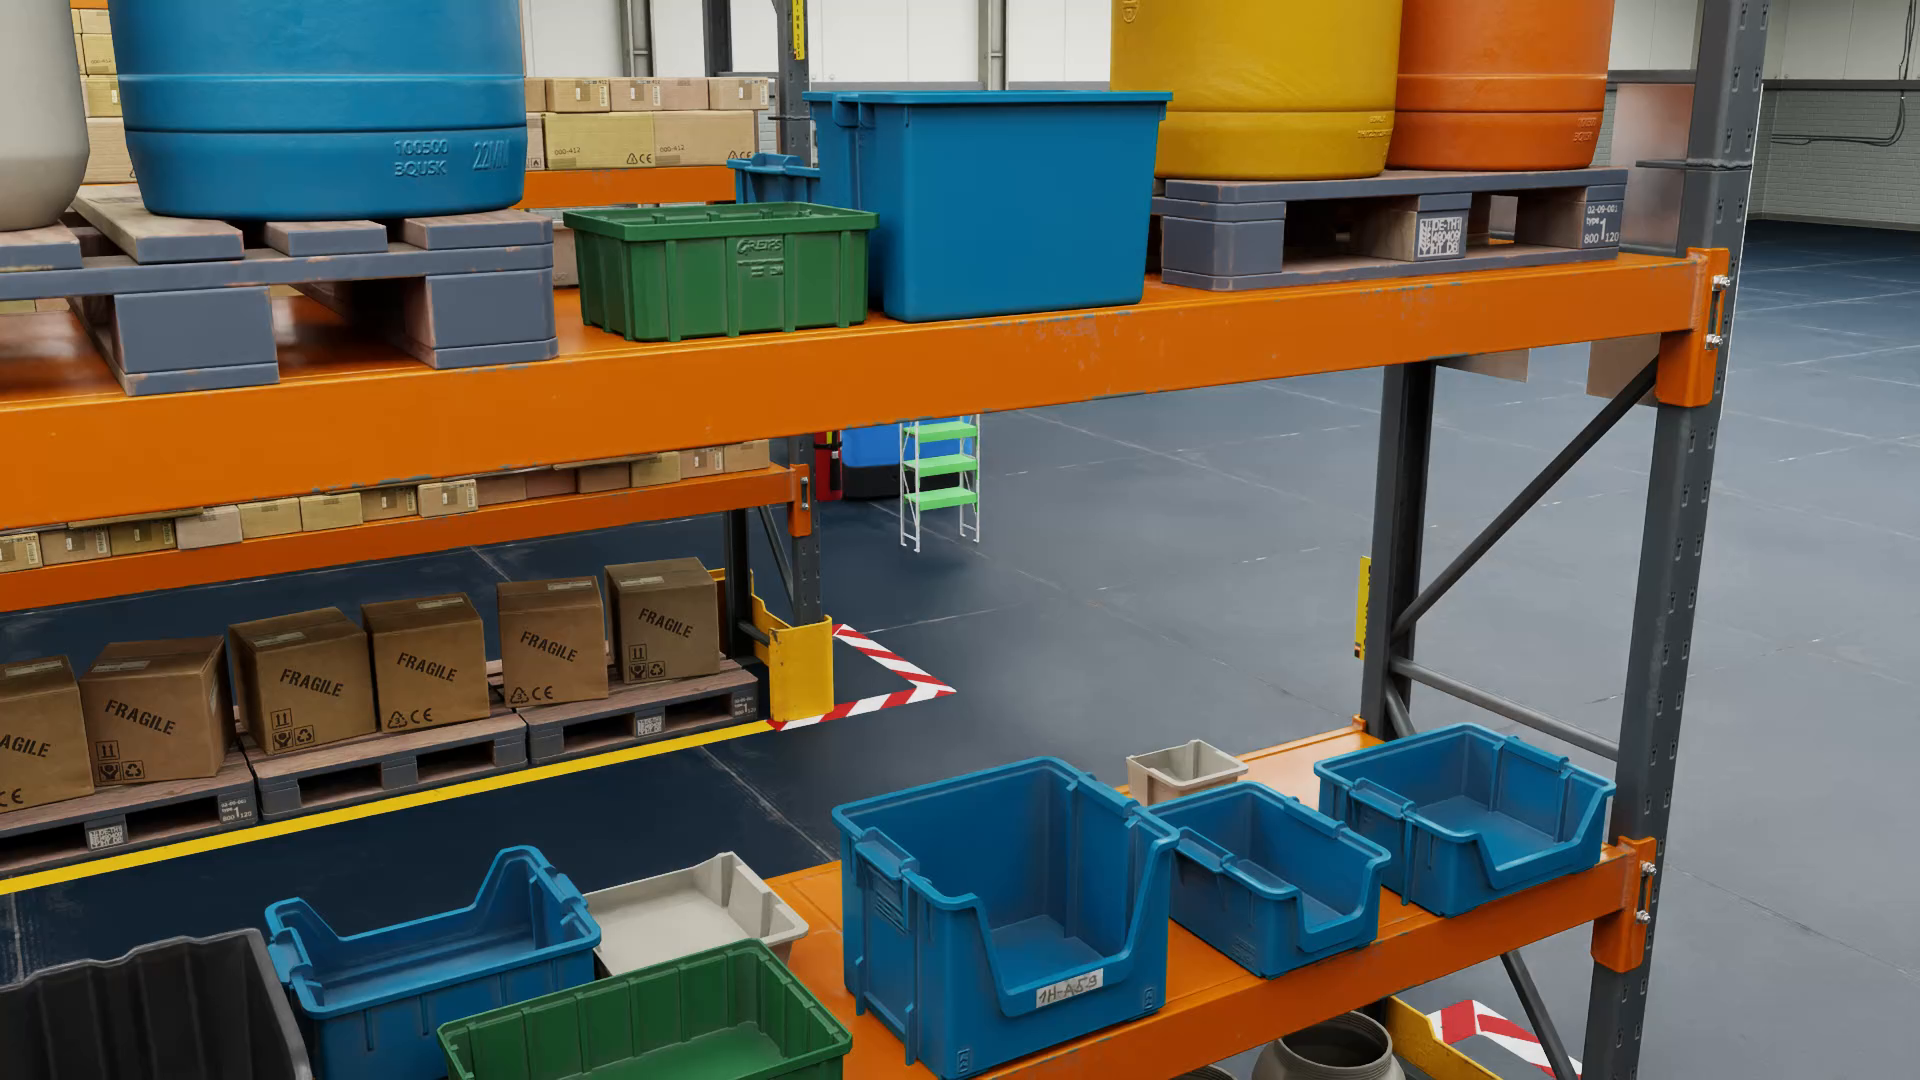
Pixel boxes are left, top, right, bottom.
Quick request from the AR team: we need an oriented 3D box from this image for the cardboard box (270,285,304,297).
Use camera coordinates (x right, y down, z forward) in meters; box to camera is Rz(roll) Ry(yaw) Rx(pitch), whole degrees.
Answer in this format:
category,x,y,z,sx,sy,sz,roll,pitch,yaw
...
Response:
category,x,y,z,sx,sy,sz,roll,pitch,yaw
cardboard box,-3.077,-0.929,7.076,0.500,0.500,0.500,-9,18,-30

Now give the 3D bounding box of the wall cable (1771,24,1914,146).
category,x,y,z,sx,sy,sz,roll,pitch,yaw
wall cable,19.176,-9.889,36.267,0.112,2.526,3.097,-9,18,-30

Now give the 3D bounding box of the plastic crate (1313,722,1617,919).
category,x,y,z,sx,sy,sz,roll,pitch,yaw
plastic crate,1.254,0.688,4.175,0.616,0.251,0.499,-9,18,-30

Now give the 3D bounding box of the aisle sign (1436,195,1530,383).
category,x,y,z,sx,sy,sz,roll,pitch,yaw
aisle sign,1.440,-0.852,4.577,0.004,0.787,0.394,-9,18,-30

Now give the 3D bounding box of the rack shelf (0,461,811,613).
category,x,y,z,sx,sy,sz,roll,pitch,yaw
rack shelf,-2.736,-0.044,7.844,4.000,0.370,1.077,-9,18,-30

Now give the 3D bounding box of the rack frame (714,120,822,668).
category,x,y,z,sx,sy,sz,roll,pitch,yaw
rack frame,-1.022,-0.669,8.738,0.127,3.000,1.000,-9,18,-30

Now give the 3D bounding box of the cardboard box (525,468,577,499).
category,x,y,z,sx,sy,sz,roll,pitch,yaw
cardboard box,-2.020,-0.323,7.970,0.250,0.149,0.380,-9,18,-30

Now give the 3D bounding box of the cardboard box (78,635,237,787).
category,x,y,z,sx,sy,sz,roll,pitch,yaw
cardboard box,-3.600,0.761,7.491,0.500,0.500,0.500,-3,16,-12

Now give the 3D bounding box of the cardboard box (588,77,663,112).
category,x,y,z,sx,sy,sz,roll,pitch,yaw
cardboard box,-1.561,-2.050,7.646,0.250,0.149,0.380,-10,19,-32

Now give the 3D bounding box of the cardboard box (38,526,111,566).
category,x,y,z,sx,sy,sz,roll,pitch,yaw
cardboard box,-3.691,-0.025,6.907,0.250,0.149,0.380,-9,18,-30

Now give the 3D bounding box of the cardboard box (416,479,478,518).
category,x,y,z,sx,sy,sz,roll,pitch,yaw
cardboard box,-2.392,-0.228,7.630,0.250,0.149,0.380,-9,18,-30

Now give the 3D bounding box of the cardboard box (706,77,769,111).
category,x,y,z,sx,sy,sz,roll,pitch,yaw
cardboard box,-1.099,-2.122,7.905,0.250,0.149,0.380,-9,18,-30

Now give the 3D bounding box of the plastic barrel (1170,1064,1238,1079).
category,x,y,z,sx,sy,sz,roll,pitch,yaw
plastic barrel,0.574,1.652,4.292,0.421,0.512,0.421,0,16,0

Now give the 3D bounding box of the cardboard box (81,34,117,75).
category,x,y,z,sx,sy,sz,roll,pitch,yaw
cardboard box,-5.491,-3.184,10.917,0.500,0.250,0.500,-9,18,-30

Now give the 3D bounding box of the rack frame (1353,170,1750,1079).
category,x,y,z,sx,sy,sz,roll,pitch,yaw
rack frame,1.529,0.477,4.650,0.127,3.000,1.000,-9,18,-30

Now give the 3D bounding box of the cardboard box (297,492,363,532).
category,x,y,z,sx,sy,sz,roll,pitch,yaw
cardboard box,-2.833,-0.164,7.402,0.250,0.149,0.380,-9,18,-30

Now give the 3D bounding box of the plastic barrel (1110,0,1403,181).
category,x,y,z,sx,sy,sz,roll,pitch,yaw
plastic barrel,0.617,-1.072,3.493,0.600,0.588,0.600,0,16,0

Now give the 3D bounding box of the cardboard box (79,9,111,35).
category,x,y,z,sx,sy,sz,roll,pitch,yaw
cardboard box,-5.559,-3.346,10.757,0.250,0.149,0.380,-9,18,-29

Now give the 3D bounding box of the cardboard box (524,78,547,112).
category,x,y,z,sx,sy,sz,roll,pitch,yaw
cardboard box,-2.040,-2.004,7.482,0.250,0.149,0.380,-9,18,-29

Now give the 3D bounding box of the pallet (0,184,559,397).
category,x,y,z,sx,sy,sz,roll,pitch,yaw
pallet,-1.332,-0.443,2.726,1.003,0.211,1.213,-9,18,-30

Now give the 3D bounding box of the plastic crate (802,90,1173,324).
category,x,y,z,sx,sy,sz,roll,pitch,yaw
plastic crate,0.049,-0.625,3.054,0.575,0.384,0.392,-9,18,-30

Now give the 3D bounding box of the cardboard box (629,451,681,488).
category,x,y,z,sx,sy,sz,roll,pitch,yaw
cardboard box,-1.562,-0.379,8.171,0.250,0.149,0.380,-9,18,-30

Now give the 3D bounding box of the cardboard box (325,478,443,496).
category,x,y,z,sx,sy,sz,roll,pitch,yaw
cardboard box,-2.760,-0.567,7.637,0.500,0.500,0.875,-9,18,-30

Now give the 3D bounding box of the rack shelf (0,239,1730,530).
category,x,y,z,sx,sy,sz,roll,pitch,yaw
rack shelf,-0.186,-0.343,3.351,4.000,0.370,1.077,-9,18,-30

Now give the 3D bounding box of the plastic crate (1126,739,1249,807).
category,x,y,z,sx,sy,sz,roll,pitch,yaw
plastic crate,0.596,0.654,4.508,0.250,0.136,0.298,-9,18,-30

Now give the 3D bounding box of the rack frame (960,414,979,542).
category,x,y,z,sx,sy,sz,roll,pitch,yaw
rack frame,0.067,-0.589,11.787,0.015,1.200,0.240,-9,18,-30

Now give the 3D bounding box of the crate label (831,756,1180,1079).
category,x,y,z,sx,sy,sz,roll,pitch,yaw
crate label,0.090,0.779,3.510,0.616,0.435,0.502,-9,18,-30

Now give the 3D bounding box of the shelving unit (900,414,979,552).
category,x,y,z,sx,sy,sz,roll,pitch,yaw
shelving unit,-0.142,-0.555,11.666,0.503,1.200,0.258,-9,18,-30

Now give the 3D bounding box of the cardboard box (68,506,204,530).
category,x,y,z,sx,sy,sz,roll,pitch,yaw
cardboard box,-3.586,-0.414,7.092,0.500,0.500,0.875,-9,18,-30

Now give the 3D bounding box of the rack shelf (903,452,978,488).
category,x,y,z,sx,sy,sz,roll,pitch,yaw
rack shelf,-0.142,-0.493,11.683,0.480,0.148,0.258,-9,18,-30

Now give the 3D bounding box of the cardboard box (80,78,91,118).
category,x,y,z,sx,sy,sz,roll,pitch,yaw
cardboard box,-3.576,-1.736,6.529,0.250,0.149,0.380,-9,18,-29

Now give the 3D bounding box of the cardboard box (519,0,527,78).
category,x,y,z,sx,sy,sz,roll,pitch,yaw
cardboard box,-2.220,-2.271,7.235,0.500,0.500,0.500,-9,18,-30

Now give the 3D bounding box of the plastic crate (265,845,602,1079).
category,x,y,z,sx,sy,sz,roll,pitch,yaw
plastic crate,-1.091,0.888,3.460,0.616,0.251,0.499,-9,18,-30

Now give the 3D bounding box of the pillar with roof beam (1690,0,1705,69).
category,x,y,z,sx,sy,sz,roll,pitch,yaw
pillar with roof beam,18.186,-10.284,31.925,0.400,9.000,9.100,-9,18,-30

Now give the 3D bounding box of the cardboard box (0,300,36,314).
category,x,y,z,sx,sy,sz,roll,pitch,yaw
cardboard box,-3.934,-0.789,6.580,0.500,0.500,0.500,-9,18,-30

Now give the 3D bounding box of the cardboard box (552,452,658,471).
category,x,y,z,sx,sy,sz,roll,pitch,yaw
cardboard box,-1.874,-0.693,8.088,0.500,0.500,0.875,-9,18,-30

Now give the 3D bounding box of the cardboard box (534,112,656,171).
category,x,y,z,sx,sy,sz,roll,pitch,yaw
cardboard box,-1.731,-1.845,7.655,0.500,0.250,0.500,-9,18,-29

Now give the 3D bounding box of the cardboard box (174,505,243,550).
category,x,y,z,sx,sy,sz,roll,pitch,yaw
cardboard box,-3.246,-0.087,7.129,0.250,0.149,0.380,-9,18,-30

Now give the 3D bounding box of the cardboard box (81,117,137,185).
category,x,y,z,sx,sy,sz,roll,pitch,yaw
cardboard box,-3.482,-1.563,6.649,0.500,0.250,0.500,-9,18,-30

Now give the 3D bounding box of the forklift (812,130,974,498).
category,x,y,z,sx,sy,sz,roll,pitch,yaw
forklift,-0.832,-2.090,13.934,1.130,2.935,3.031,-5,16,-17

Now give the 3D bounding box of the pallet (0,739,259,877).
category,x,y,z,sx,sy,sz,roll,pitch,yaw
pallet,-3.893,1.128,7.493,1.213,0.211,1.003,-9,18,-30

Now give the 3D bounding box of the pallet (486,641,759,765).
category,x,y,z,sx,sy,sz,roll,pitch,yaw
pallet,-1.802,0.789,8.703,1.213,0.211,1.003,-9,18,-30

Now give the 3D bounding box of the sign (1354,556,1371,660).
category,x,y,z,sx,sy,sz,roll,pitch,yaw
sign,1.249,0.216,5.069,0.005,0.325,0.100,-9,18,-30

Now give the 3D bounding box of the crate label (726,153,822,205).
category,x,y,z,sx,sy,sz,roll,pitch,yaw
crate label,-0.246,-0.712,3.610,0.408,0.251,0.502,-9,18,-30

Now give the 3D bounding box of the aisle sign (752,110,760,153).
category,x,y,z,sx,sy,sz,roll,pitch,yaw
aisle sign,-1.123,-1.999,8.666,0.004,0.787,0.394,-9,18,-30

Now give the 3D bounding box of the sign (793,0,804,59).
category,x,y,z,sx,sy,sz,roll,pitch,yaw
sign,-0.753,-2.408,7.746,0.005,0.325,0.100,-9,18,-30

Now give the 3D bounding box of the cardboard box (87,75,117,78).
category,x,y,z,sx,sy,sz,roll,pitch,yaw
cardboard box,-5.560,-2.962,10.864,0.250,0.149,0.380,-10,18,-31

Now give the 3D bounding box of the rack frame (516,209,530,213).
category,x,y,z,sx,sy,sz,roll,pitch,yaw
rack frame,-3.490,-1.830,12.882,0.127,3.000,1.000,-9,18,-30

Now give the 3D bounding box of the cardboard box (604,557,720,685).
category,x,y,z,sx,sy,sz,roll,pitch,yaw
cardboard box,-1.566,0.415,8.723,0.500,0.500,0.500,-6,17,-19

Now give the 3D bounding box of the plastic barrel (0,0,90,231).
category,x,y,z,sx,sy,sz,roll,pitch,yaw
plastic barrel,-1.430,-0.682,2.242,0.421,0.512,0.421,0,16,0

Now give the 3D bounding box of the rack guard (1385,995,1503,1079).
category,x,y,z,sx,sy,sz,roll,pitch,yaw
rack guard,1.488,1.702,4.911,0.348,0.500,1.175,-9,18,-30

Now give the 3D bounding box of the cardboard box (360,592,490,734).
category,x,y,z,sx,sy,sz,roll,pitch,yaw
cardboard box,-2.607,0.589,8.104,0.500,0.500,0.500,-7,17,-25

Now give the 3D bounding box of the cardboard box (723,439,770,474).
category,x,y,z,sx,sy,sz,roll,pitch,yaw
cardboard box,-1.160,-0.460,8.461,0.250,0.149,0.380,-9,18,-30
